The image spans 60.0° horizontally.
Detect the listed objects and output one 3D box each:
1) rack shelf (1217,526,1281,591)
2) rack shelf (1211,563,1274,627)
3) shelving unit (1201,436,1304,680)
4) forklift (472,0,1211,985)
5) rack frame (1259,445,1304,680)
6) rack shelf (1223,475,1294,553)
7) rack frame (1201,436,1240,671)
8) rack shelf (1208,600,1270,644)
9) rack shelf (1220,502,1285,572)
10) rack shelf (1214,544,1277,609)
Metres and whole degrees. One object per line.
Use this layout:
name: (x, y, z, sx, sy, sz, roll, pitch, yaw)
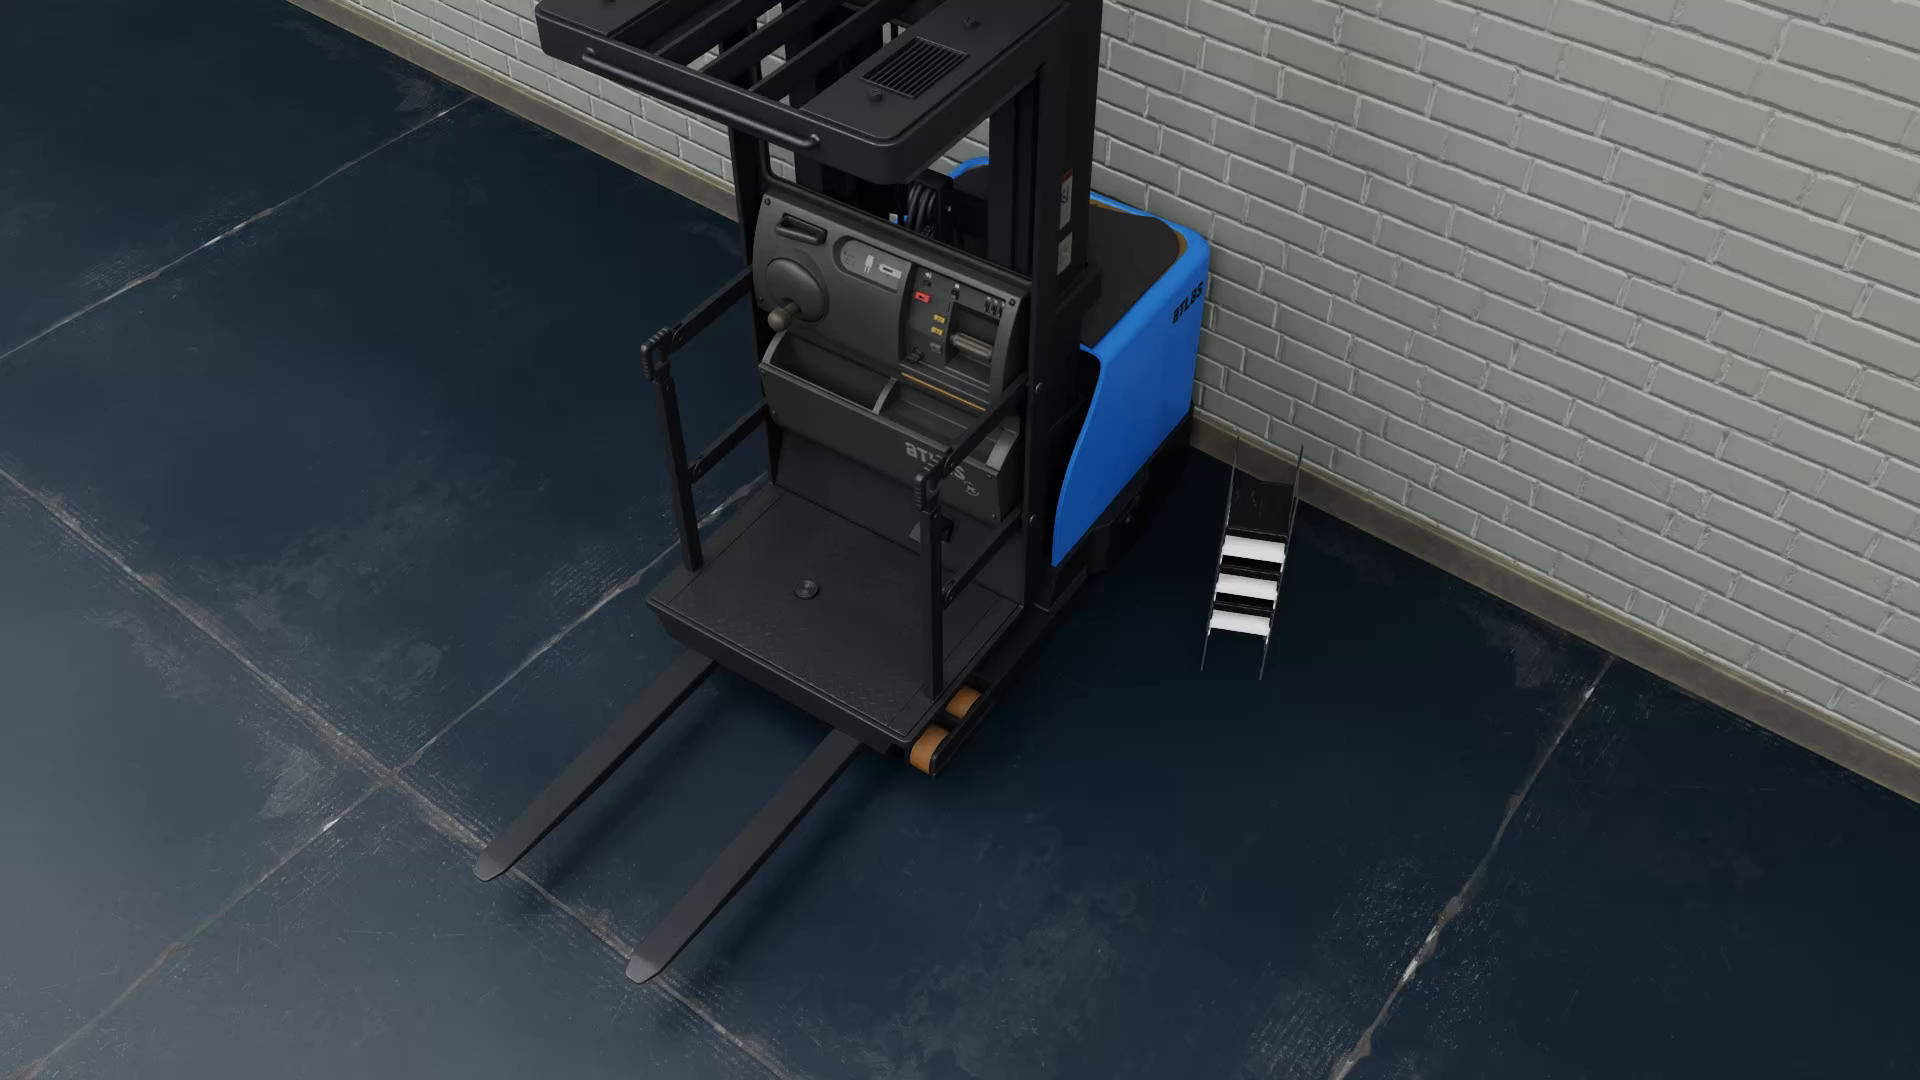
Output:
rack shelf: (0.968, 0.038, 5.513, 0.200, 0.077, 0.258, 8, 47, 8)
rack shelf: (0.968, 0.162, 5.643, 0.200, 0.077, 0.258, 8, 47, 8)
shelving unit: (0.968, 0.077, 5.554, 0.210, 0.900, 0.258, 8, 47, 8)
forklift: (-0.348, -0.636, 4.831, 1.130, 2.935, 3.031, 26, 52, 23)
rack frame: (1.067, 0.092, 5.540, 0.006, 0.900, 0.240, 8, 47, 8)
rack shelf: (0.968, -0.086, 5.383, 0.200, 0.077, 0.258, 8, 47, 8)
rack frame: (0.868, 0.062, 5.568, 0.006, 0.900, 0.240, 8, 47, 8)
rack shelf: (0.968, 0.224, 5.708, 0.200, 0.077, 0.258, 8, 47, 8)
rack shelf: (0.968, -0.024, 5.448, 0.200, 0.077, 0.258, 8, 47, 8)
rack shelf: (0.968, 0.100, 5.578, 0.200, 0.077, 0.258, 8, 47, 8)
